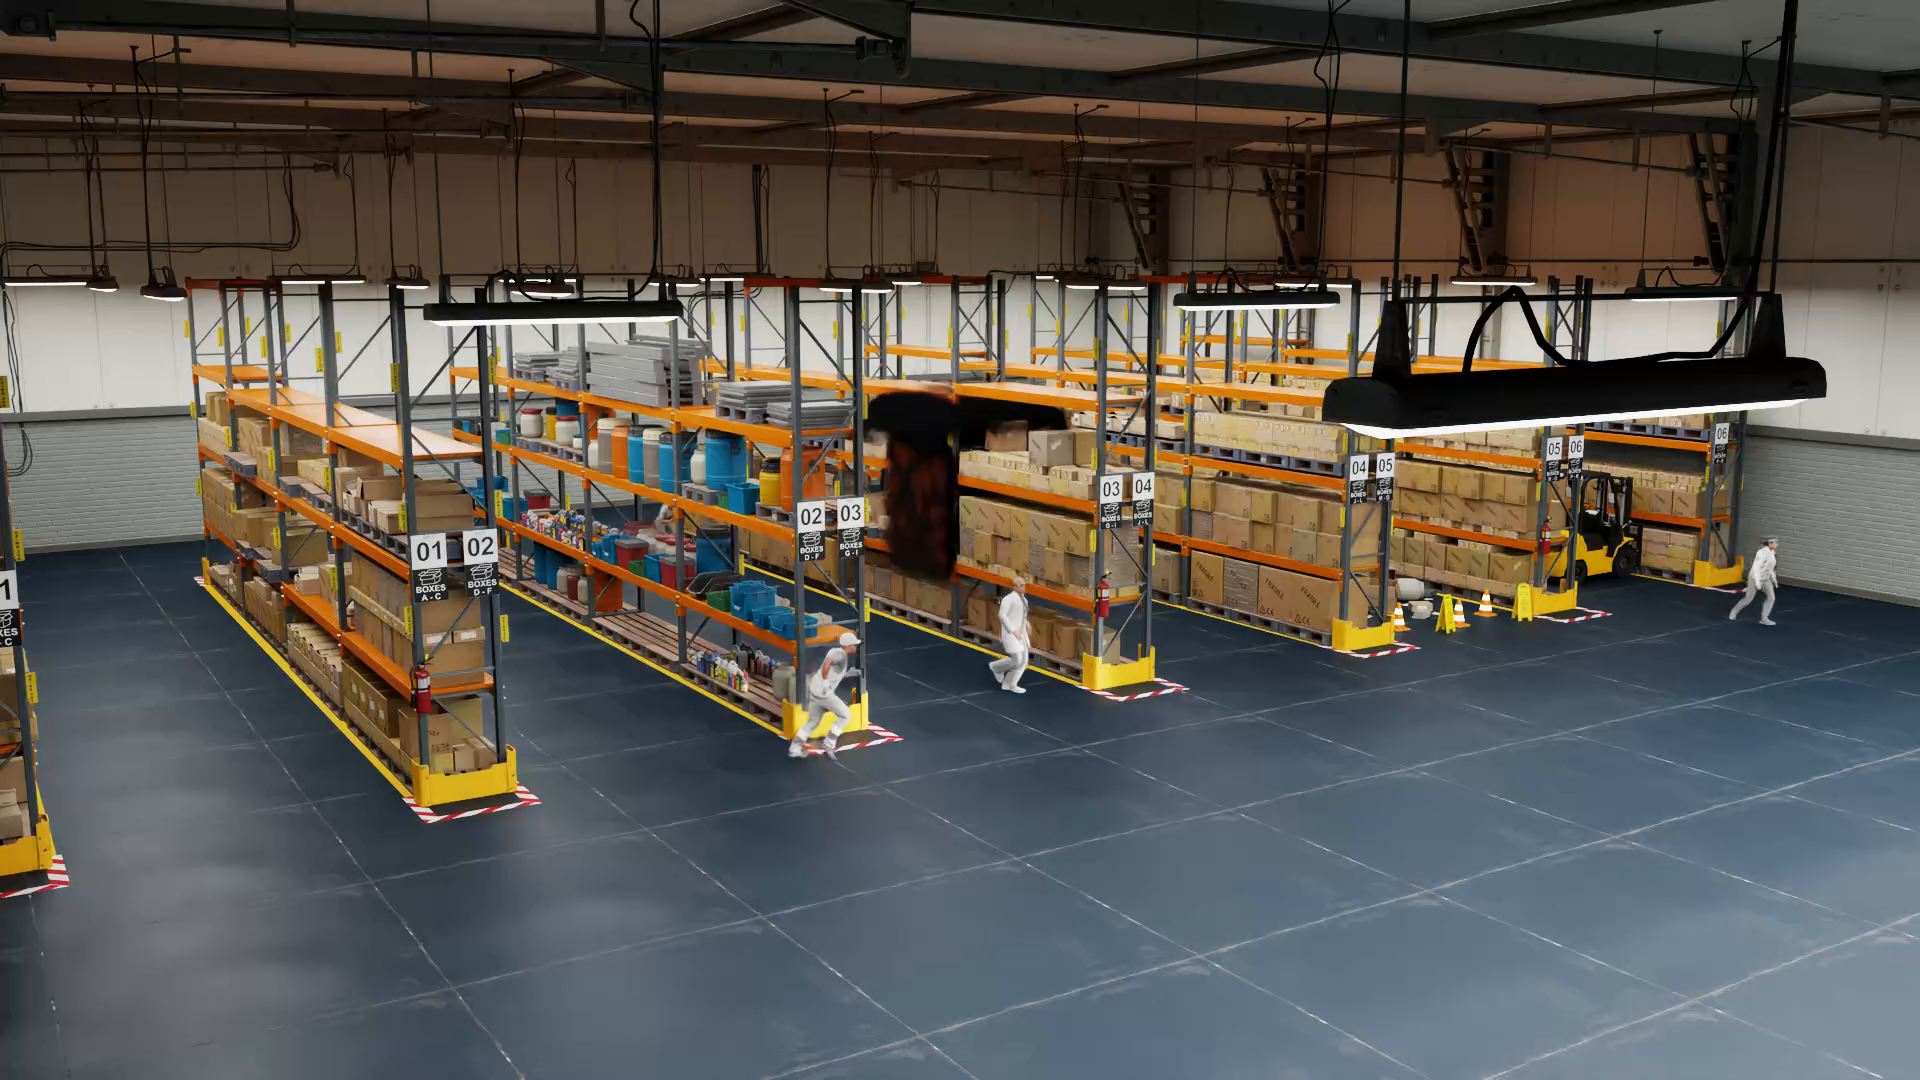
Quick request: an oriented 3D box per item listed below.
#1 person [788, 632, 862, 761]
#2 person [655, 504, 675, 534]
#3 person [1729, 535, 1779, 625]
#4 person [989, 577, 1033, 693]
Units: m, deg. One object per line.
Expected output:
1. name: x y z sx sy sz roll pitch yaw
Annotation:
1. person: -1.705 2.018 21.134 0.980 1.670 0.713 -2 10 -13
2. person: -6.256 -0.275 35.447 0.923 1.410 0.571 8 12 39
3. person: 14.026 0.663 29.271 0.656 1.602 0.799 -7 12 -34
4. person: 0.746 1.393 24.610 0.585 1.733 0.707 6 12 34
